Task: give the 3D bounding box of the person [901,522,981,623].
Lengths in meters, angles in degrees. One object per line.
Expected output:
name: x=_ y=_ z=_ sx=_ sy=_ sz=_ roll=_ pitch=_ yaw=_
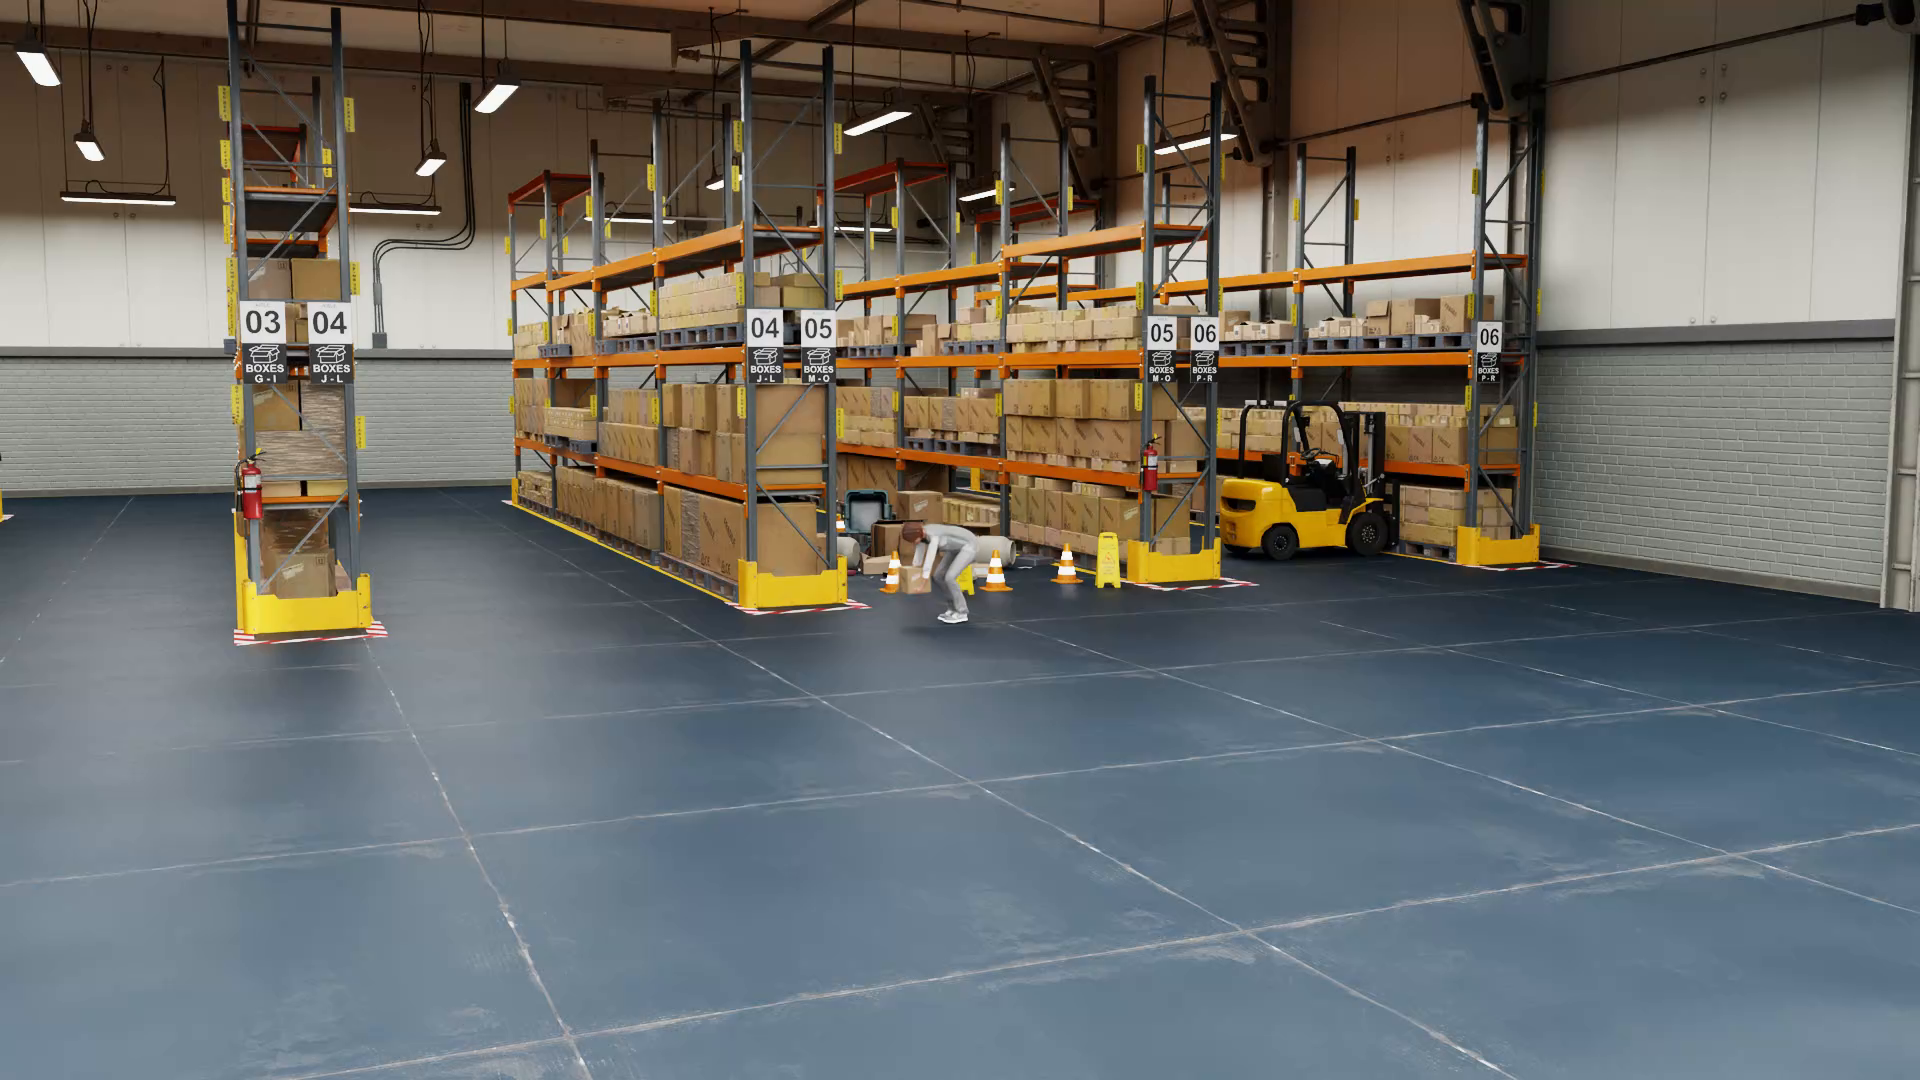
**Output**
person: x=-0.201 y=0.321 z=16.820 sx=0.855 sy=1.036 sz=0.408 roll=-3 pitch=6 yaw=-26
